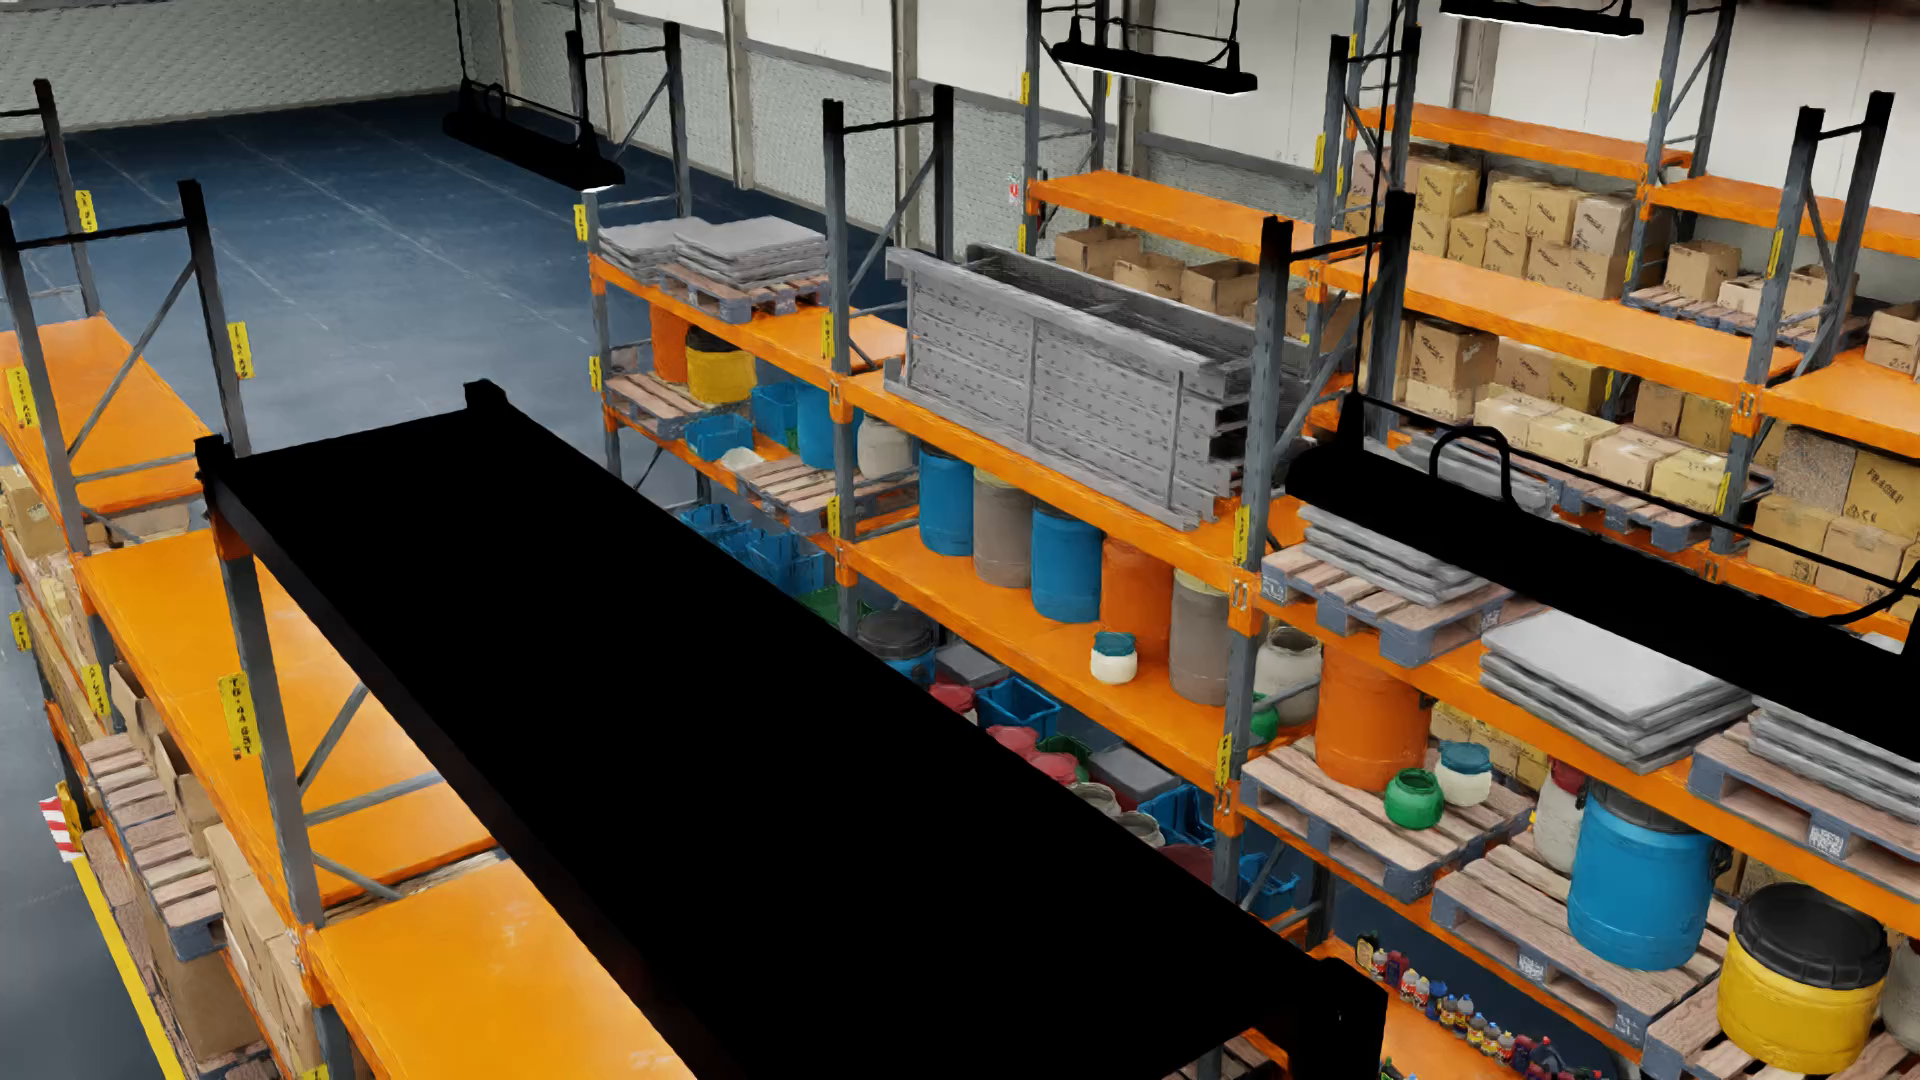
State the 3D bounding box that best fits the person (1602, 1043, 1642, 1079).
[{"bbox_3d":[4.400,2.872,10.874,0.626,1.610,0.578,-19,31,-34],"label":"person"}]
